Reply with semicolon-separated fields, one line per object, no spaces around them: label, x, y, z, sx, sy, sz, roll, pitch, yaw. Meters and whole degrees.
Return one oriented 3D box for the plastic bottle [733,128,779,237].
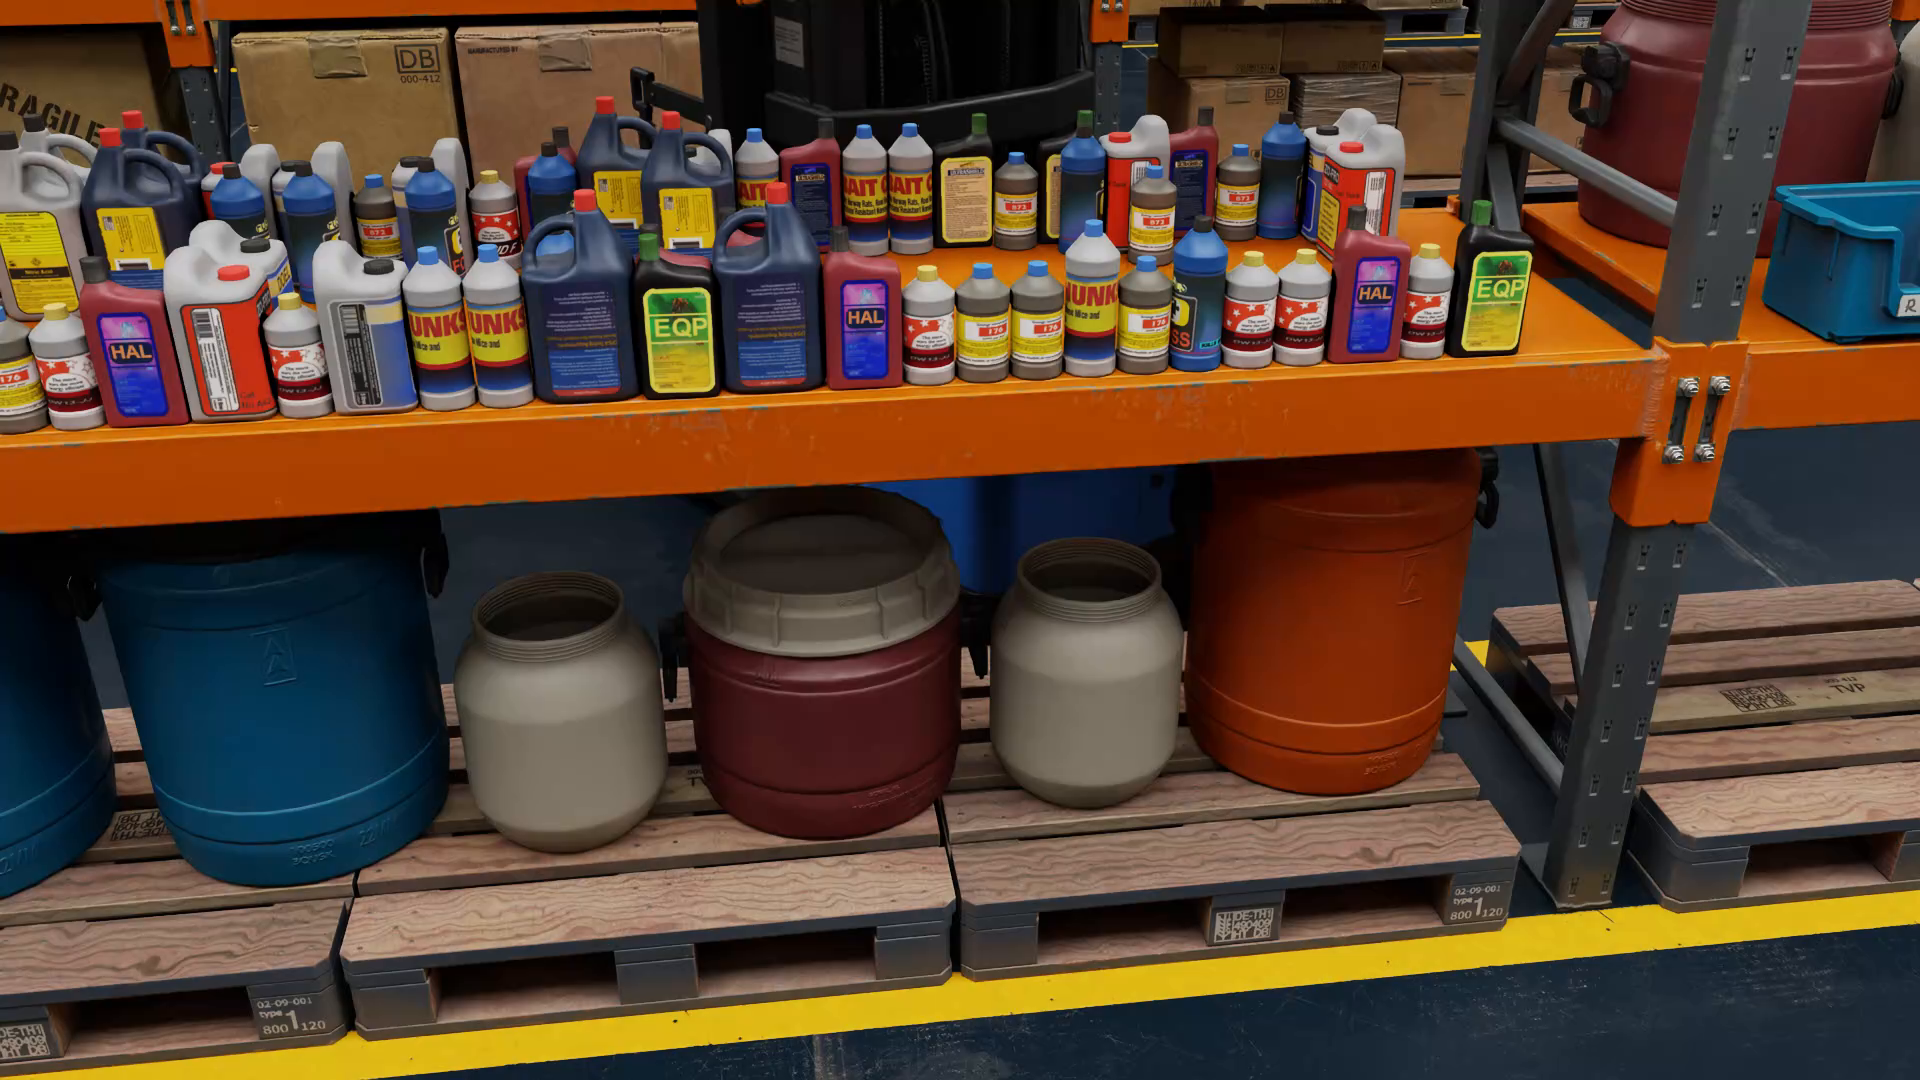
plastic bottle;-0.431;-0.738;3.544;0.097;0.271;0.097;0;27;0

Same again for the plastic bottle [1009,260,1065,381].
plastic bottle;0.136;-0.394;2.949;0.097;0.201;0.097;0;27;0

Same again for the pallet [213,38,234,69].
pallet;-5.808;-3.600;12.035;1.213;0.211;1.003;-4;27;-7

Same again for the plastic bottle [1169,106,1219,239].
plastic bottle;0.499;-0.812;3.674;0.133;0.283;0.061;-4;27;-7

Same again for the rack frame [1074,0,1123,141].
rack frame;0.614;-2.984;7.781;0.127;3.000;1.000;-4;27;-7

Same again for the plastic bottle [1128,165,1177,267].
plastic bottle;0.409;-0.691;3.529;0.097;0.201;0.097;0;27;0

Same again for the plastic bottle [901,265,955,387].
plastic bottle;-0.057;-0.381;2.925;0.097;0.201;0.097;0;27;0

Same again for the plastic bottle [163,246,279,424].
plastic bottle;-1.228;-0.352;2.786;0.135;0.276;0.152;-4;27;-7

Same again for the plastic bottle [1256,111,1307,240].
plastic bottle;0.712;-0.812;3.687;0.097;0.271;0.097;0;27;0

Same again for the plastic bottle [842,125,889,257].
plastic bottle;-0.203;-0.753;3.573;0.097;0.271;0.097;0;27;0

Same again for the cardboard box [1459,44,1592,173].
cardboard box;2.936;-2.236;8.577;0.500;0.500;0.700;-6;28;-12

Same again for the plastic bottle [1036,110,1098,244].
plastic bottle;0.234;-0.795;3.641;0.133;0.283;0.061;-4;27;-7

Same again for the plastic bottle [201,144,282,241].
plastic bottle;-1.450;-0.662;3.391;0.135;0.276;0.152;-4;27;-7

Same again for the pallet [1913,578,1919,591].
pallet;3.283;0.387;4.264;1.213;0.211;1.003;-4;27;-7

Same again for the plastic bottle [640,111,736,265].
plastic bottle;-0.547;-0.685;3.354;0.185;0.351;0.144;-4;27;-7

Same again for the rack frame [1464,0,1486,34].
rack frame;3.985;-5.488;12.659;0.127;3.000;1.000;-4;27;-7

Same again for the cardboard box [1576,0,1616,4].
cardboard box;4.617;-4.737;13.064;0.875;0.875;0.875;-3;27;-6

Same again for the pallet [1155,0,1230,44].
pallet;2.020;-4.085;12.979;1.213;0.211;1.003;-4;27;-7

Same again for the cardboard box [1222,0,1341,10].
cardboard box;2.427;-4.534;12.804;0.750;0.750;1.050;-4;27;-7

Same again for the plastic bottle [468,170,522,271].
plastic bottle;-0.976;-0.672;3.492;0.097;0.201;0.097;0;27;0

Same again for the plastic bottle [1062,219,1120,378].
plastic bottle;0.232;-0.431;2.945;0.097;0.271;0.097;0;27;0

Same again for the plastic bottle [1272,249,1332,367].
plastic bottle;0.618;-0.425;3.009;0.097;0.201;0.097;0;27;0

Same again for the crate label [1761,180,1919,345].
crate label;1.774;-0.528;3.177;0.416;0.233;0.303;-4;27;-7

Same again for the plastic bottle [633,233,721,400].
plastic bottle;-0.484;-0.382;2.836;0.133;0.283;0.061;-4;27;-7

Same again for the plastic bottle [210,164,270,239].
plastic bottle;-1.414;-0.605;3.284;0.097;0.271;0.097;0;27;0

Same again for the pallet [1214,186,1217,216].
pallet;1.389;-1.793;8.513;1.213;0.211;1.003;-4;27;-7

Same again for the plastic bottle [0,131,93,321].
plastic bottle;-1.772;-0.610;3.208;0.185;0.351;0.144;-4;27;-7

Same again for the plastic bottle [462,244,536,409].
plastic bottle;-0.783;-0.366;2.818;0.097;0.271;0.097;0;27;0

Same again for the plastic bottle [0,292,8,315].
plastic bottle;-1.914;-0.542;3.238;0.097;0.201;0.097;0;27;0

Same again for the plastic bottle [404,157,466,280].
plastic bottle;-1.051;-0.628;3.330;0.097;0.271;0.097;0;27;0

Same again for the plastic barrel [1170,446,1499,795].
plastic barrel;0.822;0.072;3.741;0.708;0.830;0.600;-4;27;-7

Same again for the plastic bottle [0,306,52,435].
plastic bottle;-1.568;-0.284;2.736;0.097;0.201;0.097;0;27;0

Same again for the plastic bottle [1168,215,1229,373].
plastic bottle;0.425;-0.443;2.969;0.097;0.271;0.097;0;27;0

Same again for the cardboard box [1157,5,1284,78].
cardboard box;1.274;-2.458;8.189;0.500;0.250;0.500;-3;27;-5

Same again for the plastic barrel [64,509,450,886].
plastic barrel;-1.414;0.184;3.444;0.708;0.901;0.600;-4;27;-7

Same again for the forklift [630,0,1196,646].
forklift;-0.410;-1.558;5.076;1.130;2.935;3.031;-19;33;-32

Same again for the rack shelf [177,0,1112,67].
rack shelf;-1.366;-2.537;7.697;4.000;0.370;1.077;-4;27;-7

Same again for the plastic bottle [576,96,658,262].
plastic bottle;-0.701;-0.745;3.471;0.185;0.351;0.144;-4;27;-7

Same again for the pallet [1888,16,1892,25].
pallet;7.165;-4.415;13.623;1.213;0.211;1.003;-4;27;-7

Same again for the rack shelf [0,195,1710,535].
rack shelf;-0.676;-0.298;3.333;4.000;0.370;1.077;-4;27;-7

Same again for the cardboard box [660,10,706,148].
cardboard box;-0.956;-2.138;7.999;0.875;0.875;1.225;-4;27;-7

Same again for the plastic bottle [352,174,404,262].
plastic bottle;-1.206;-0.657;3.463;0.097;0.201;0.097;0;27;0

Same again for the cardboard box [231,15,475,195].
cardboard box;-2.716;-2.021;7.771;0.875;0.875;1.225;-4;27;-7

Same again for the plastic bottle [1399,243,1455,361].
plastic bottle;0.847;-0.439;3.038;0.097;0.201;0.097;0;27;0

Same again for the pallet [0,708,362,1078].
pallet;-1.887;0.719;3.617;1.213;0.211;1.003;-4;27;-7

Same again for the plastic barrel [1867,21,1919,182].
plastic barrel;2.293;-0.957;3.707;0.421;0.512;0.421;0;27;0

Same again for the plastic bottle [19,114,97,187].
plastic bottle;-1.792;-0.675;3.335;0.185;0.351;0.144;-4;27;-7

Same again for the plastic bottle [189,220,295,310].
plastic bottle;-1.249;-0.421;2.920;0.135;0.276;0.152;-4;27;-7

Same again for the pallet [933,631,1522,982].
pallet;0.530;0.564;3.919;1.213;0.211;1.003;-4;27;-7

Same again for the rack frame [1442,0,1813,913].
rack frame;1.305;-0.745;3.417;0.127;3.000;1.000;-4;27;-7

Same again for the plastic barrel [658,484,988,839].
plastic barrel;-0.296;0.251;3.656;0.708;0.588;0.600;-4;27;-7

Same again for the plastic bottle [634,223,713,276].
plastic bottle;-0.492;-0.409;2.890;0.133;0.283;0.061;-4;27;-7

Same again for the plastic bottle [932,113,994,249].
plastic bottle;0.005;-0.780;3.612;0.133;0.283;0.061;-4;27;-7

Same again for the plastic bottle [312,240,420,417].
plastic bottle;-0.998;-0.367;2.815;0.135;0.276;0.152;-4;27;-7

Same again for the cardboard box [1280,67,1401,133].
cardboard box;1.823;-2.161;8.432;0.500;0.500;0.700;-6;28;-11
